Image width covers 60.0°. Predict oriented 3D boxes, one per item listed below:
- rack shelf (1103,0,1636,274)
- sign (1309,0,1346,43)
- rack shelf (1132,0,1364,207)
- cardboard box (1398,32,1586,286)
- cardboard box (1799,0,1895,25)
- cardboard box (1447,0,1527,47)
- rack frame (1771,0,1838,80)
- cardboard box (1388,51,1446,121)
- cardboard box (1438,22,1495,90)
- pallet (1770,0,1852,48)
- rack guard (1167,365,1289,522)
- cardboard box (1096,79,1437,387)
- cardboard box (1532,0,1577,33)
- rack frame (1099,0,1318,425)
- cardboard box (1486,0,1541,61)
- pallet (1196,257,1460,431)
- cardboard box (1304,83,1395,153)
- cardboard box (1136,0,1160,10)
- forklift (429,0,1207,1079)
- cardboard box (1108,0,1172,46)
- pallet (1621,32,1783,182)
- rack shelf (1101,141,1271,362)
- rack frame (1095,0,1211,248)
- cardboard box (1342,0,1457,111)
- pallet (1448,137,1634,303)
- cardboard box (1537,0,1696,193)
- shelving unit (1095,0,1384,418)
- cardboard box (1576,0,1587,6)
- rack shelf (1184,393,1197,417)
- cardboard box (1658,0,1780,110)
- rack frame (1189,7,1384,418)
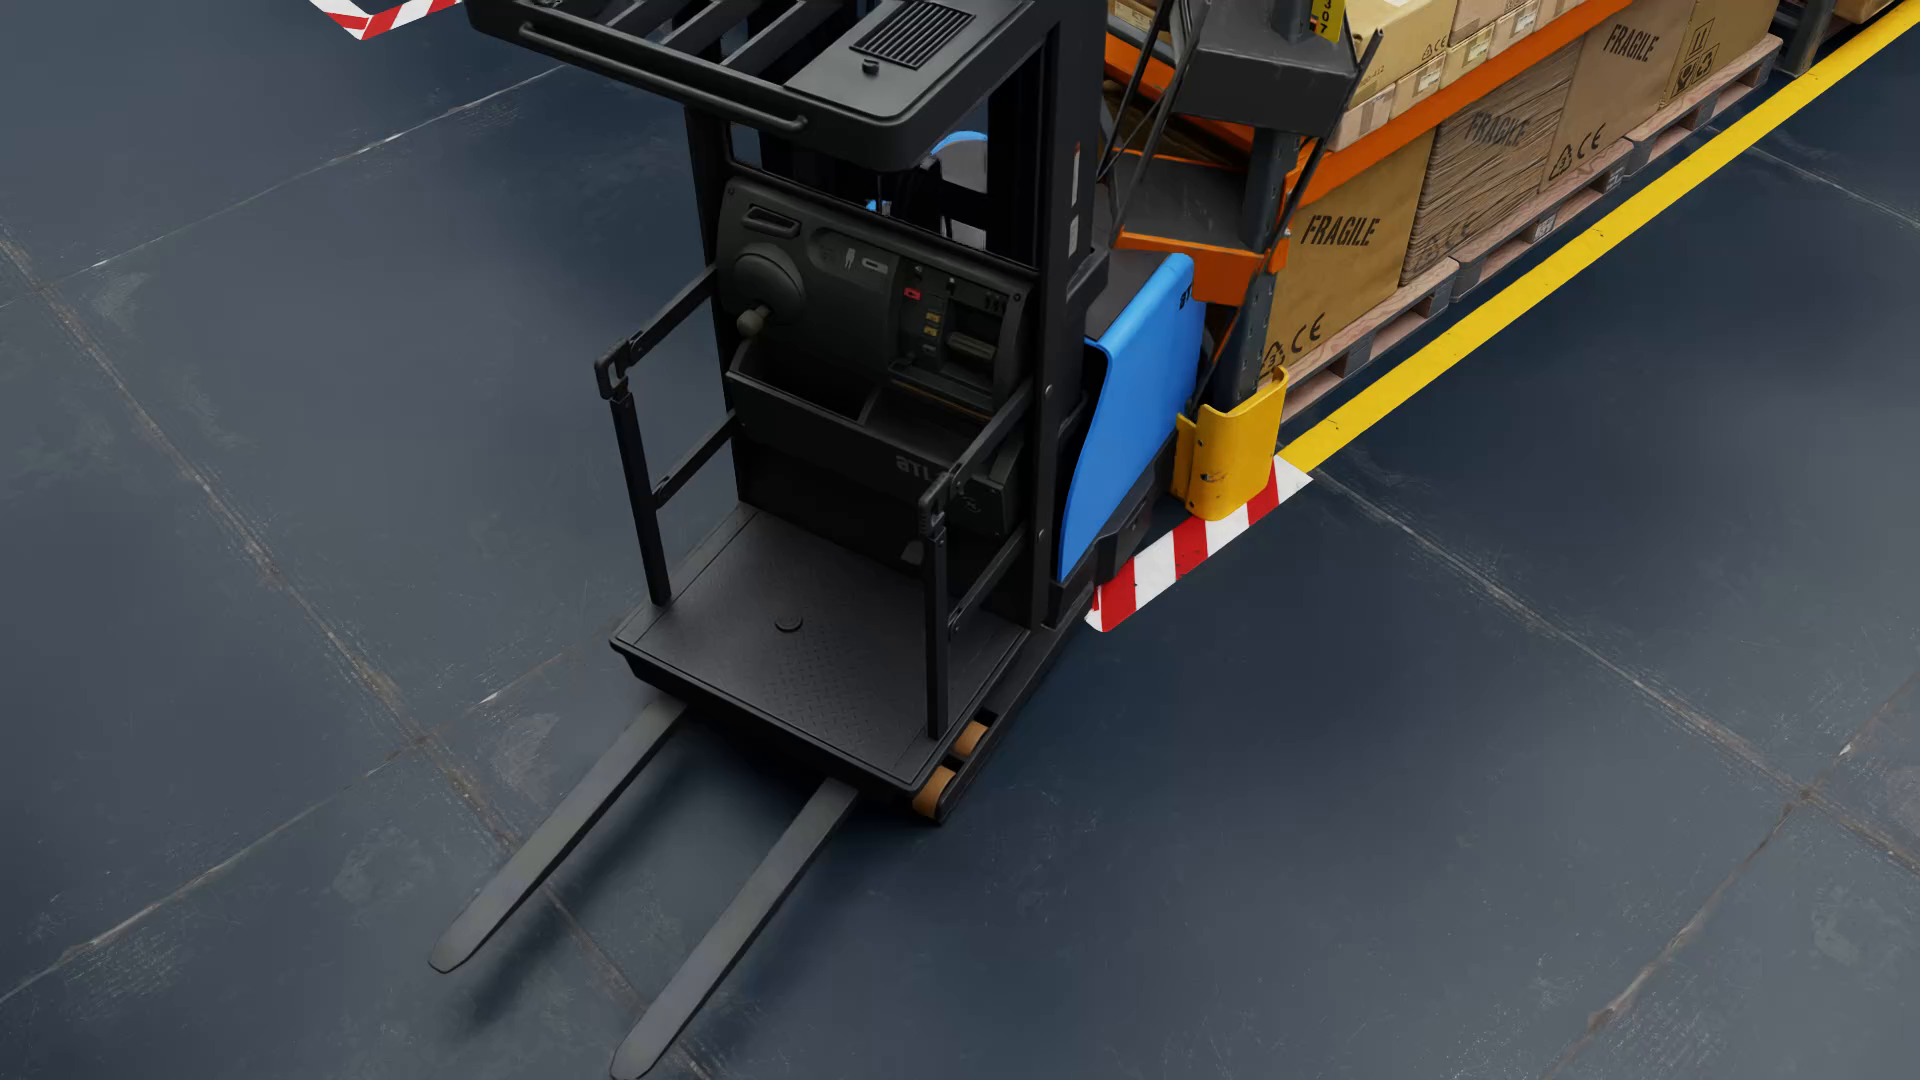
[{"bbox_3d":[2.107,-2.221,6.248,4.000,0.370,1.077,-34,56,-27],"label":"rack shelf"},{"bbox_3d":[0.997,-1.492,4.443,0.005,0.325,0.100,-34,56,-27],"label":"sign"},{"bbox_3d":[0.812,-1.334,4.823,0.480,0.518,0.431,7,53,-10],"label":"rack shelf"},{"bbox_3d":[1.721,-1.708,6.445,0.875,0.875,0.875,-34,56,-27],"label":"cardboard box"},{"bbox_3d":[4.047,-3.203,7.825,0.875,0.875,1.225,-34,56,-27],"label":"cardboard box"},{"bbox_3d":[1.545,-1.877,5.341,0.500,0.250,0.500,-34,56,-28],"label":"cardboard box"},{"bbox_3d":[3.587,-3.454,6.896,0.127,3.000,1.000,-34,56,-27],"label":"rack frame"},{"bbox_3d":[1.301,-1.515,5.278,0.250,0.149,0.380,-35,56,-28],"label":"cardboard box"},{"bbox_3d":[1.490,-1.642,5.395,0.250,0.149,0.380,-35,56,-28],"label":"cardboard box"},{"bbox_3d":[4.107,-2.931,8.311,1.213,0.211,1.003,-34,56,-27],"label":"pallet"},{"bbox_3d":[0.610,-0.617,5.979,0.348,0.500,1.175,-34,56,-27],"label":"rack guard"},{"bbox_3d":[1.047,-1.258,6.030,0.875,0.875,0.875,-34,56,-27],"label":"cardboard box"},{"bbox_3d":[1.871,-1.896,5.630,0.250,0.149,0.380,-35,56,-28],"label":"cardboard box"},{"bbox_3d":[0.628,-1.476,5.071,0.127,3.000,1.000,-34,56,-27],"label":"rack frame"},{"bbox_3d":[1.683,-1.771,5.514,0.250,0.149,0.380,-35,56,-28],"label":"cardboard box"},{"bbox_3d":[1.167,-0.969,6.500,1.213,0.211,1.003,-34,56,-27],"label":"pallet"},{"bbox_3d":[1.112,-1.387,5.160,0.250,0.149,0.380,-33,55,-27],"label":"cardboard box"},{"bbox_3d":[0.808,-1.910,5.371,0.500,0.250,0.500,-35,56,-28],"label":"cardboard box"},{"bbox_3d":[-0.354,-0.552,4.265,1.130,2.935,3.031,23,52,20],"label":"forklift"},{"bbox_3d":[0.670,-1.746,5.491,0.250,0.149,0.380,-33,55,-27],"label":"cardboard box"},{"bbox_3d":[2.972,-2.175,7.613,1.213,0.211,1.003,-34,56,-27],"label":"pallet"},{"bbox_3d":[0.662,-0.930,5.375,0.480,0.518,0.431,7,53,-10],"label":"rack shelf"},{"bbox_3d":[0.427,-0.967,5.320,0.015,2.100,0.400,7,53,-10],"label":"rack frame"},{"bbox_3d":[1.164,-1.617,5.101,0.500,0.250,0.500,-35,56,-28],"label":"cardboard box"},{"bbox_3d":[2.069,-1.569,7.054,1.213,0.211,1.003,-34,56,-27],"label":"pallet"},{"bbox_3d":[2.379,-2.148,6.851,0.875,0.875,0.875,-34,56,-27],"label":"cardboard box"},{"bbox_3d":[0.665,-0.938,5.364,0.503,2.100,0.431,7,53,-10],"label":"shelving unit"},{"bbox_3d":[2.062,-2.024,5.748,0.250,0.149,0.380,-34,56,-27],"label":"cardboard box"},{"bbox_3d":[0.512,-0.526,5.926,0.480,0.518,0.431,7,53,-10],"label":"rack shelf"},{"bbox_3d":[3.045,-2.593,7.262,0.875,0.875,0.875,-34,56,-27],"label":"cardboard box"},{"bbox_3d":[0.903,-0.910,5.408,0.015,2.100,0.400,7,53,-10],"label":"rack frame"}]
